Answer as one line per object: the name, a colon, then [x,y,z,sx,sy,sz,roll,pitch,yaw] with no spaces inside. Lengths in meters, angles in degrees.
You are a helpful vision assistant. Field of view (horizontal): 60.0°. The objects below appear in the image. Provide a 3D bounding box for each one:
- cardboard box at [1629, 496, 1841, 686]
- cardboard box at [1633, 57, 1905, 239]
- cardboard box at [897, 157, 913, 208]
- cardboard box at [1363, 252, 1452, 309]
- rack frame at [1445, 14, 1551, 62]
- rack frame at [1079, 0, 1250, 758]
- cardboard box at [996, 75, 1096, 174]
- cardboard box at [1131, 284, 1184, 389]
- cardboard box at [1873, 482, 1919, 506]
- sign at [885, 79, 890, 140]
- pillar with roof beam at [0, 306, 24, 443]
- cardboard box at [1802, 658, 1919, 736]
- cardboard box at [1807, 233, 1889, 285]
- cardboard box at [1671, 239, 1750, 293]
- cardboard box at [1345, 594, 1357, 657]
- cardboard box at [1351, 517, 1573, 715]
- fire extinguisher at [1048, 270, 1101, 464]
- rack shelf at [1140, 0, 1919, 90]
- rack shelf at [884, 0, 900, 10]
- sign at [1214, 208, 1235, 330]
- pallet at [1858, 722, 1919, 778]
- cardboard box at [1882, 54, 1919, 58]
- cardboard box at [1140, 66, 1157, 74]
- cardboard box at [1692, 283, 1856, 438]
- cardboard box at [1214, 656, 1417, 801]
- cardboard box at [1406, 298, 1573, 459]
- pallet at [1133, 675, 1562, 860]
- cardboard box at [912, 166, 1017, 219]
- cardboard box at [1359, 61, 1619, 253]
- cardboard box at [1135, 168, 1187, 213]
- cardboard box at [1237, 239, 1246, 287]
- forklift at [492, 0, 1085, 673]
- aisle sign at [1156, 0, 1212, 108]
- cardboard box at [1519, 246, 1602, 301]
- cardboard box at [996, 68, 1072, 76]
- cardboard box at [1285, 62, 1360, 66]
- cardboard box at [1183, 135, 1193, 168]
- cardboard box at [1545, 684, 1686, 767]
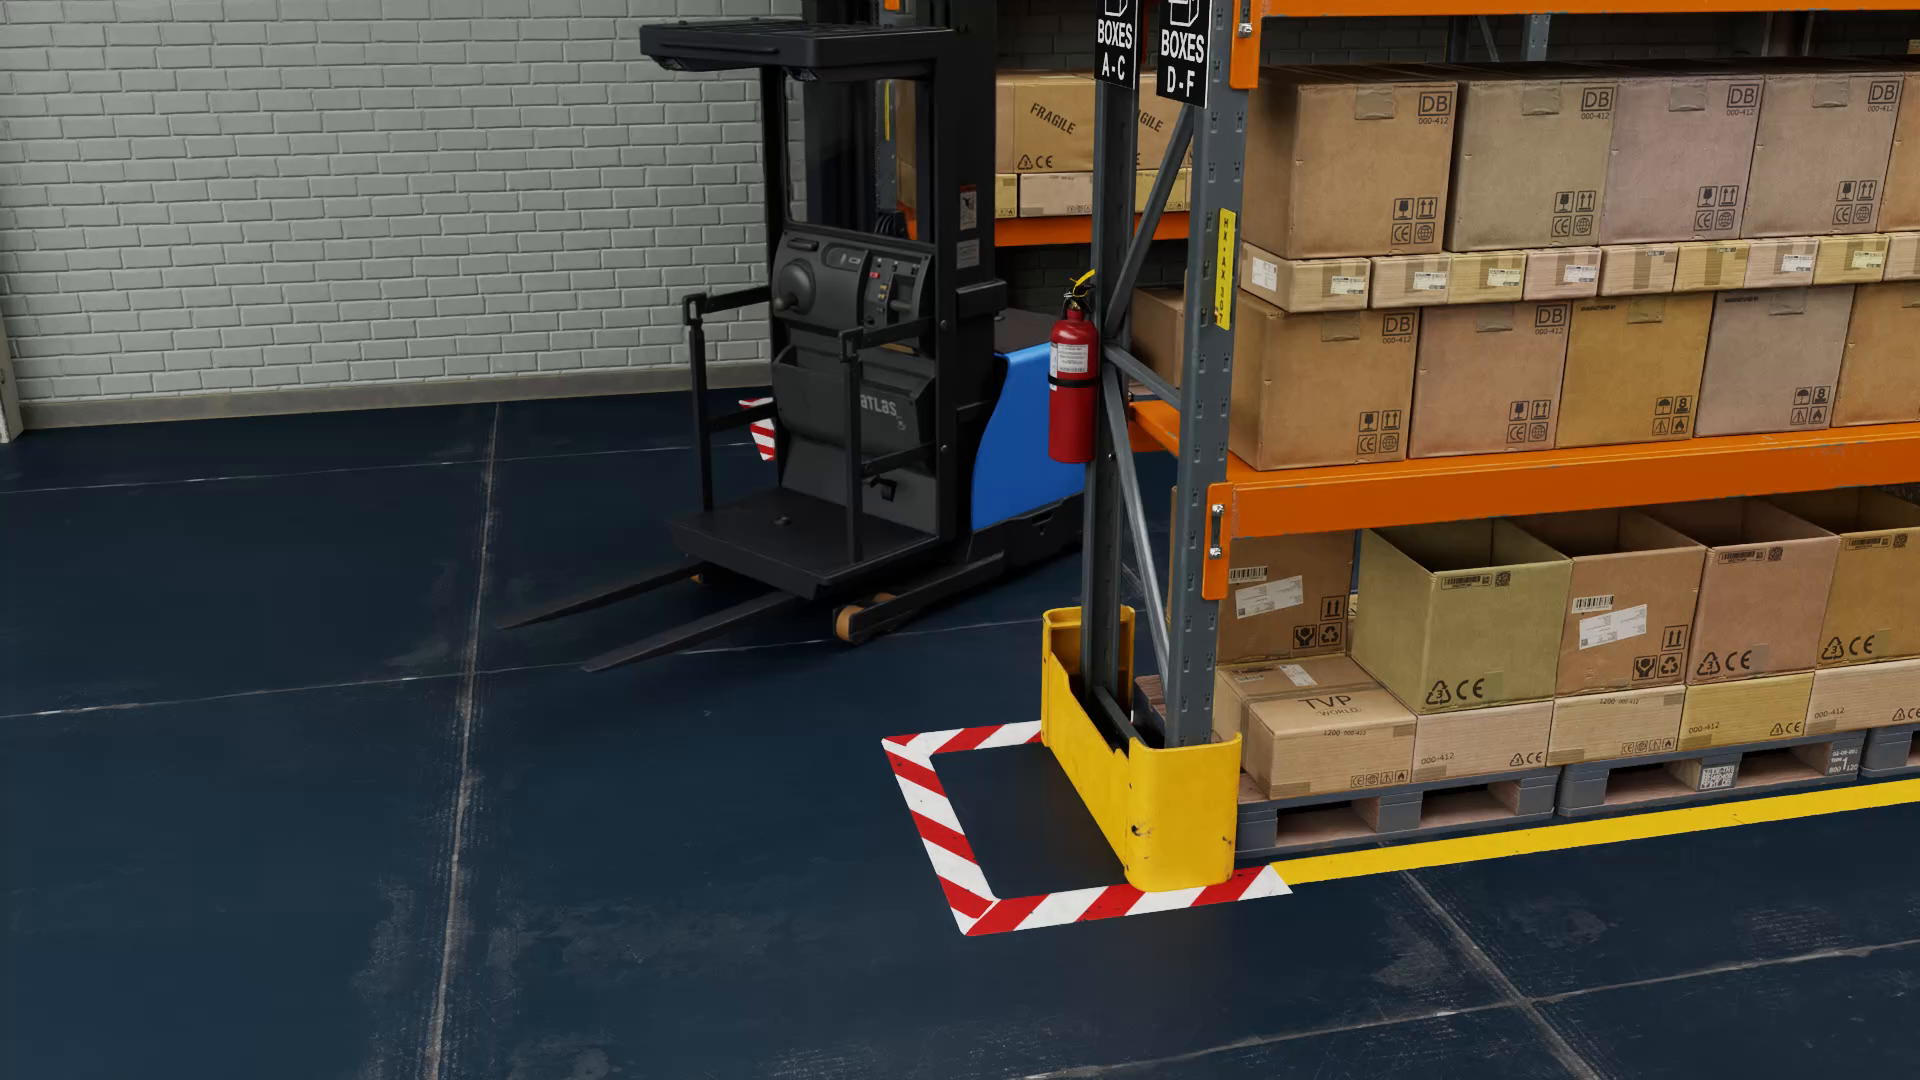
cardboard box: [2.650,0.158,5.820,0.500,0.500,0.500,-5,21,-12]
cardboard box: [2.614,-1.315,5.511,0.500,0.500,0.700,-5,21,-12]
cardboard box: [-0.116,-2.197,10.140,0.500,0.250,0.500,-4,21,-12]
cardboard box: [1.305,-0.831,5.133,0.250,0.149,0.380,-5,21,-14]
rack frame: [3.366,-2.473,10.704,0.127,3.000,1.000,-5,21,-12]
rack frame: [0.617,-0.498,5.314,0.127,3.000,1.000,-5,21,-12]
cardboard box: [0.490,-2.420,9.659,0.500,0.500,0.500,-5,21,-12]
cardboard box: [1.448,-1.300,10.497,0.500,0.500,0.700,-6,21,-16]
cardboard box: [3.619,0.072,6.053,0.500,0.500,0.500,-5,21,-12]
sign: [-0.402,-2.381,9.195,0.005,0.325,0.100,-5,21,-12]
pillar with roof beam: [-4.893,-3.402,4.519,0.400,9.000,9.100,-5,21,-12]
cardboard box: [3.137,0.470,6.058,0.500,0.250,0.500,-5,21,-12]
cardboard box: [2.800,-0.951,5.462,0.250,0.149,0.380,-4,20,-11]
cardboard box: [2.301,-0.911,5.353,0.250,0.149,0.380,-5,21,-13]
cardboard box: [1.555,0.411,6.219,0.500,0.250,0.500,-5,21,-12]
cardboard box: [1.676,0.235,5.608,0.500,0.500,0.500,-5,21,-12]
fire extinguisher: [0.395,-0.608,5.726,0.183,0.674,0.296,-5,21,-12]
rack shelf: [2.563,-1.727,5.354,4.000,0.370,1.077,-5,21,-12]
rack shelf: [1.420,-3.385,9.880,4.000,0.370,1.077,-5,21,-12]
sign: [0.739,-0.756,4.643,0.005,0.325,0.100,-5,21,-12]
pallet: [3.726,0.543,6.524,1.213,0.211,1.003,-5,21,-12]
cardboard box: [3.588,-1.393,5.726,0.500,0.500,0.700,-5,21,-13]
cardboard box: [1.368,-2.674,10.353,0.500,0.500,0.500,-4,21,-12]
cardboard box: [2.580,-0.701,5.723,0.500,0.500,0.700,-4,21,-11]
cardboard box: [1.190,0.628,5.627,0.500,0.250,0.500,-5,21,-12]
cardboard box: [1.584,-0.621,5.504,0.500,0.500,0.700,-4,21,-11]
pallet: [1.352,0.736,5.997,1.213,0.211,1.003,-5,21,-12]
cardboard box: [0.021,-2.027,9.677,0.500,0.250,0.500,-5,21,-14]
cardboard box: [1.636,-1.235,5.293,0.500,0.500,0.700,-5,21,-14]
cardboard box: [1.021,-2.112,9.907,0.500,0.250,0.500,-5,21,-13]
cardboard box: [0.945,-0.944,5.442,0.250,0.149,0.380,-5,21,-13]
forklift: [-0.624,-1.128,7.132,1.130,2.935,3.031,18,26,39]
aisle sign: [0.624,-1.611,4.573,0.004,0.787,0.394,-5,21,-12]
cardboard box: [1.794,-0.869,5.238,0.250,0.149,0.380,-5,21,-13]
cardboard box: [0.375,-2.592,10.129,0.500,0.500,0.500,-4,21,-12]
cardboard box: [2.356,-2.757,10.578,0.500,0.500,0.500,-5,21,-13]
cardboard box: [1.494,-2.504,9.888,0.500,0.500,0.500,-4,20,-11]
cardboard box: [2.162,0.547,5.846,0.500,0.250,0.500,-5,21,-12]
